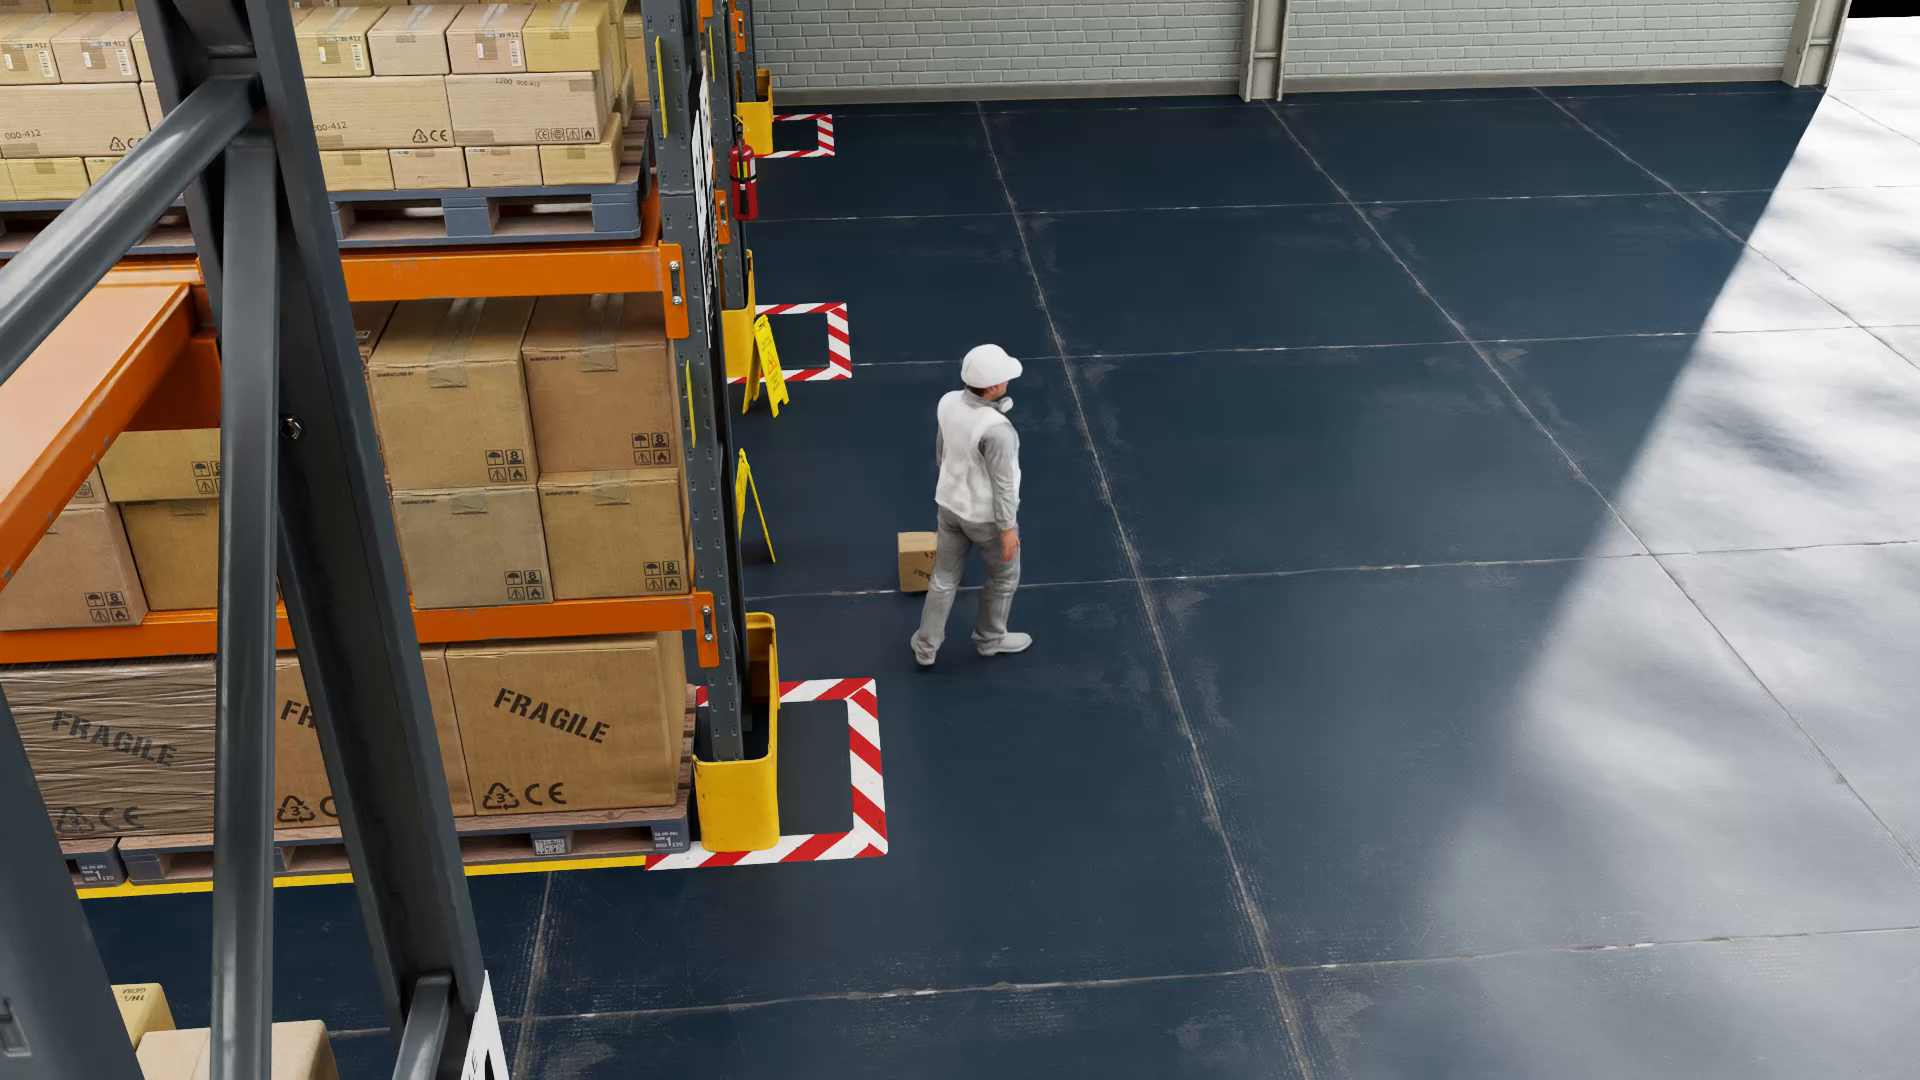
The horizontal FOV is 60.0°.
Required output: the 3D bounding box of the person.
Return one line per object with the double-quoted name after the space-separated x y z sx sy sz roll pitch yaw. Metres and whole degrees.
0.064 -0.154 8.275 0.608 1.764 0.592 -25 39 -35 "person"
